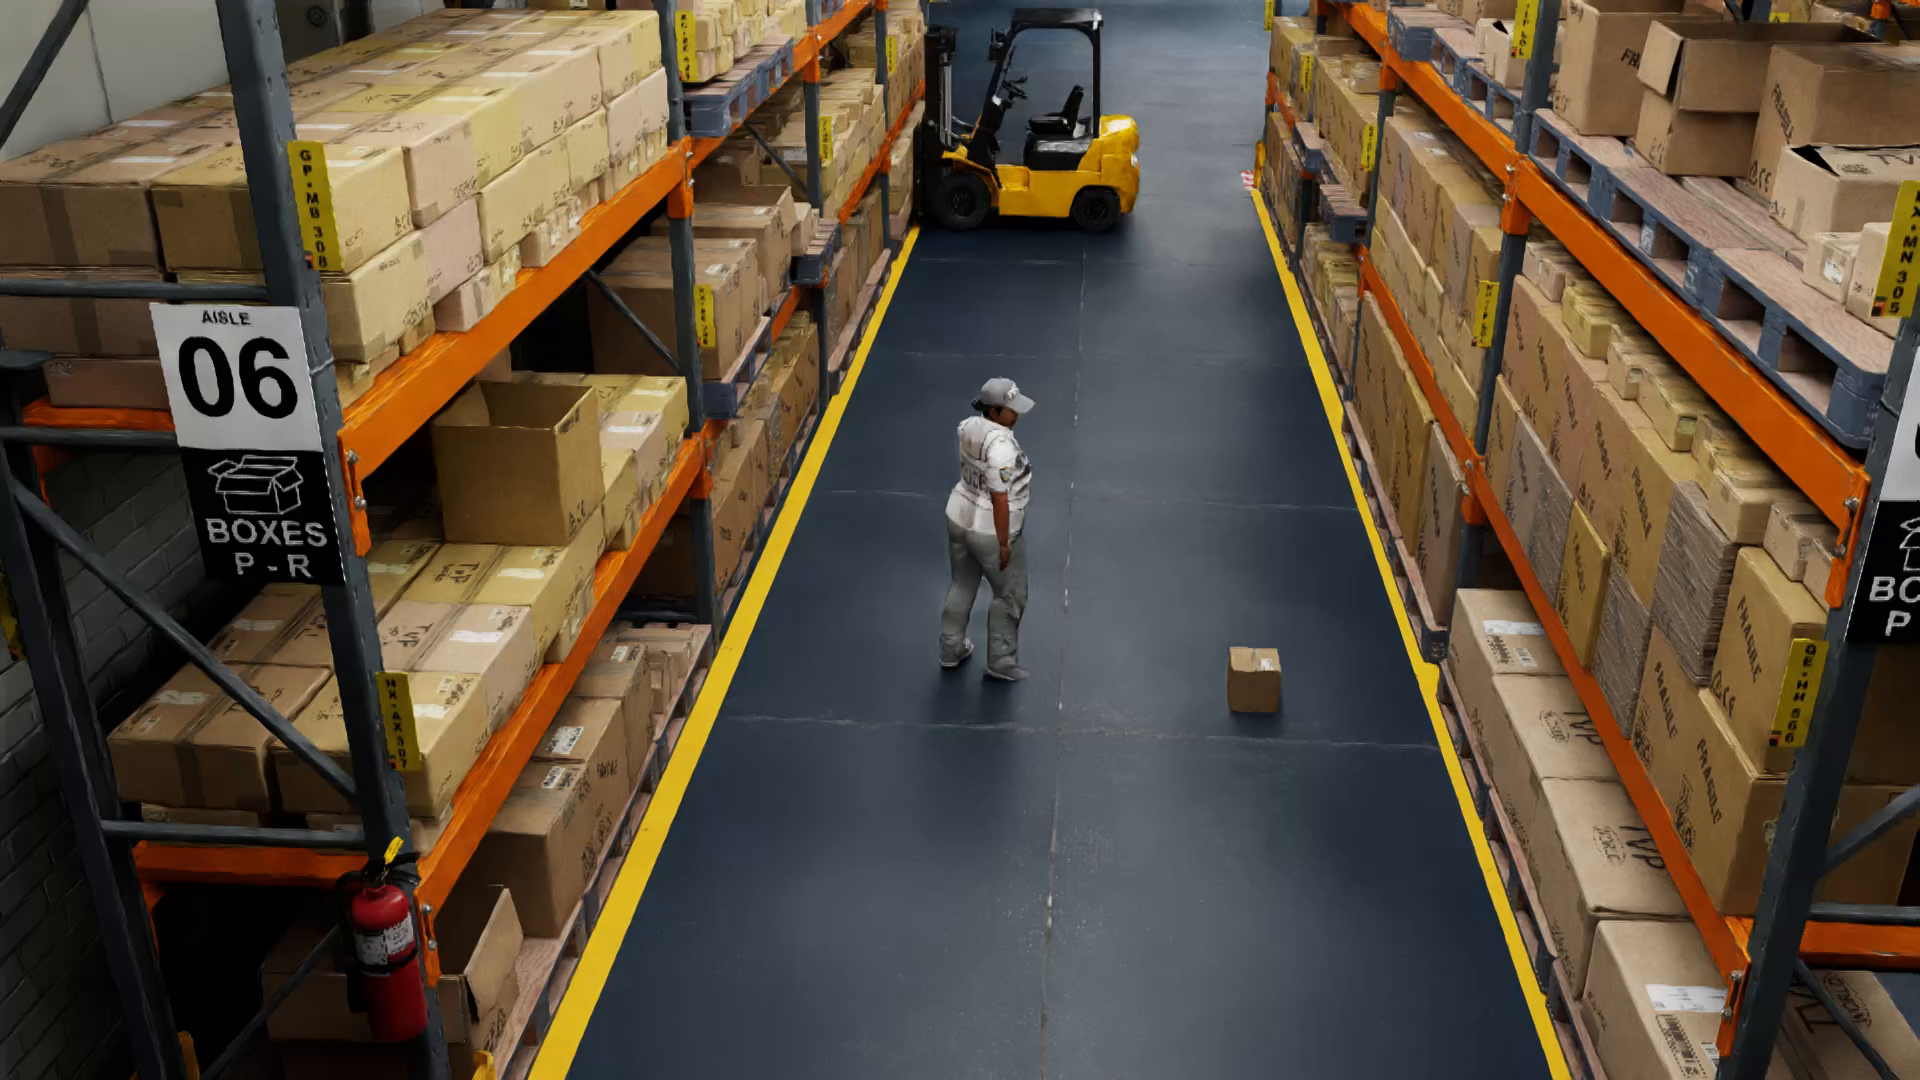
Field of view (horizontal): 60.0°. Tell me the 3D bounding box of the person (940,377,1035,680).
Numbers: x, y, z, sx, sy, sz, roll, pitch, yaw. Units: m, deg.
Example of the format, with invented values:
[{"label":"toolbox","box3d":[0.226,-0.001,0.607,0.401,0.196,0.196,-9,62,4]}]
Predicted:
[{"label":"person","box3d":[0.141,-0.038,8.746,0.448,1.724,0.519,-15,28,-29]}]
